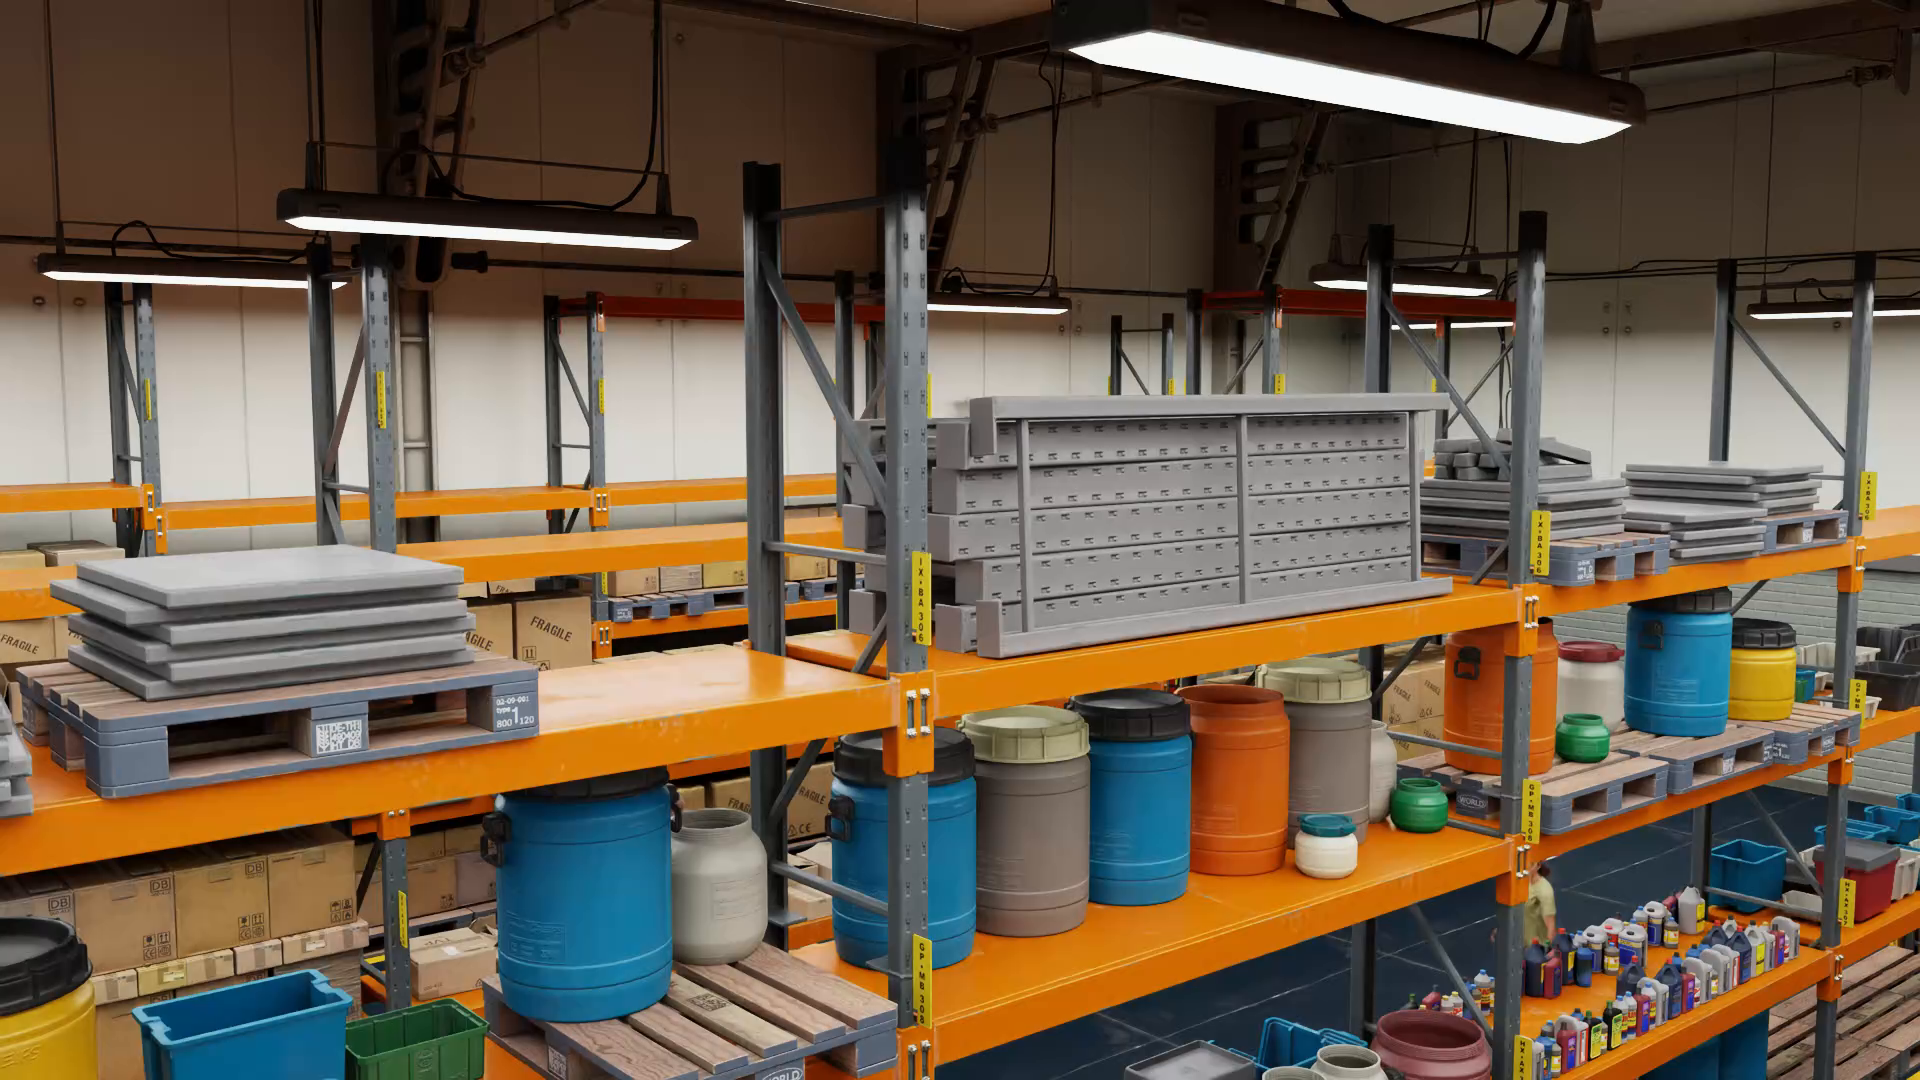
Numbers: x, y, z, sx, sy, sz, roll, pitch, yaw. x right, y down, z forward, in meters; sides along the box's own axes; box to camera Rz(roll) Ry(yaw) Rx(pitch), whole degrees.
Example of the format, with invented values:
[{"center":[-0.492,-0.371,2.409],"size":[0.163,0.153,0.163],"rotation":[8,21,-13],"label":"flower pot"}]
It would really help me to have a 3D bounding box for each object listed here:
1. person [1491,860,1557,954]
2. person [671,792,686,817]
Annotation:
[{"center":[4.358,3.120,12.779],"size":[0.762,1.662,0.610],"rotation":[-1,6,-7],"label":"person"},{"center":[-2.337,2.951,14.333],"size":[1.023,1.648,0.716],"rotation":[-4,7,-35],"label":"person"}]
